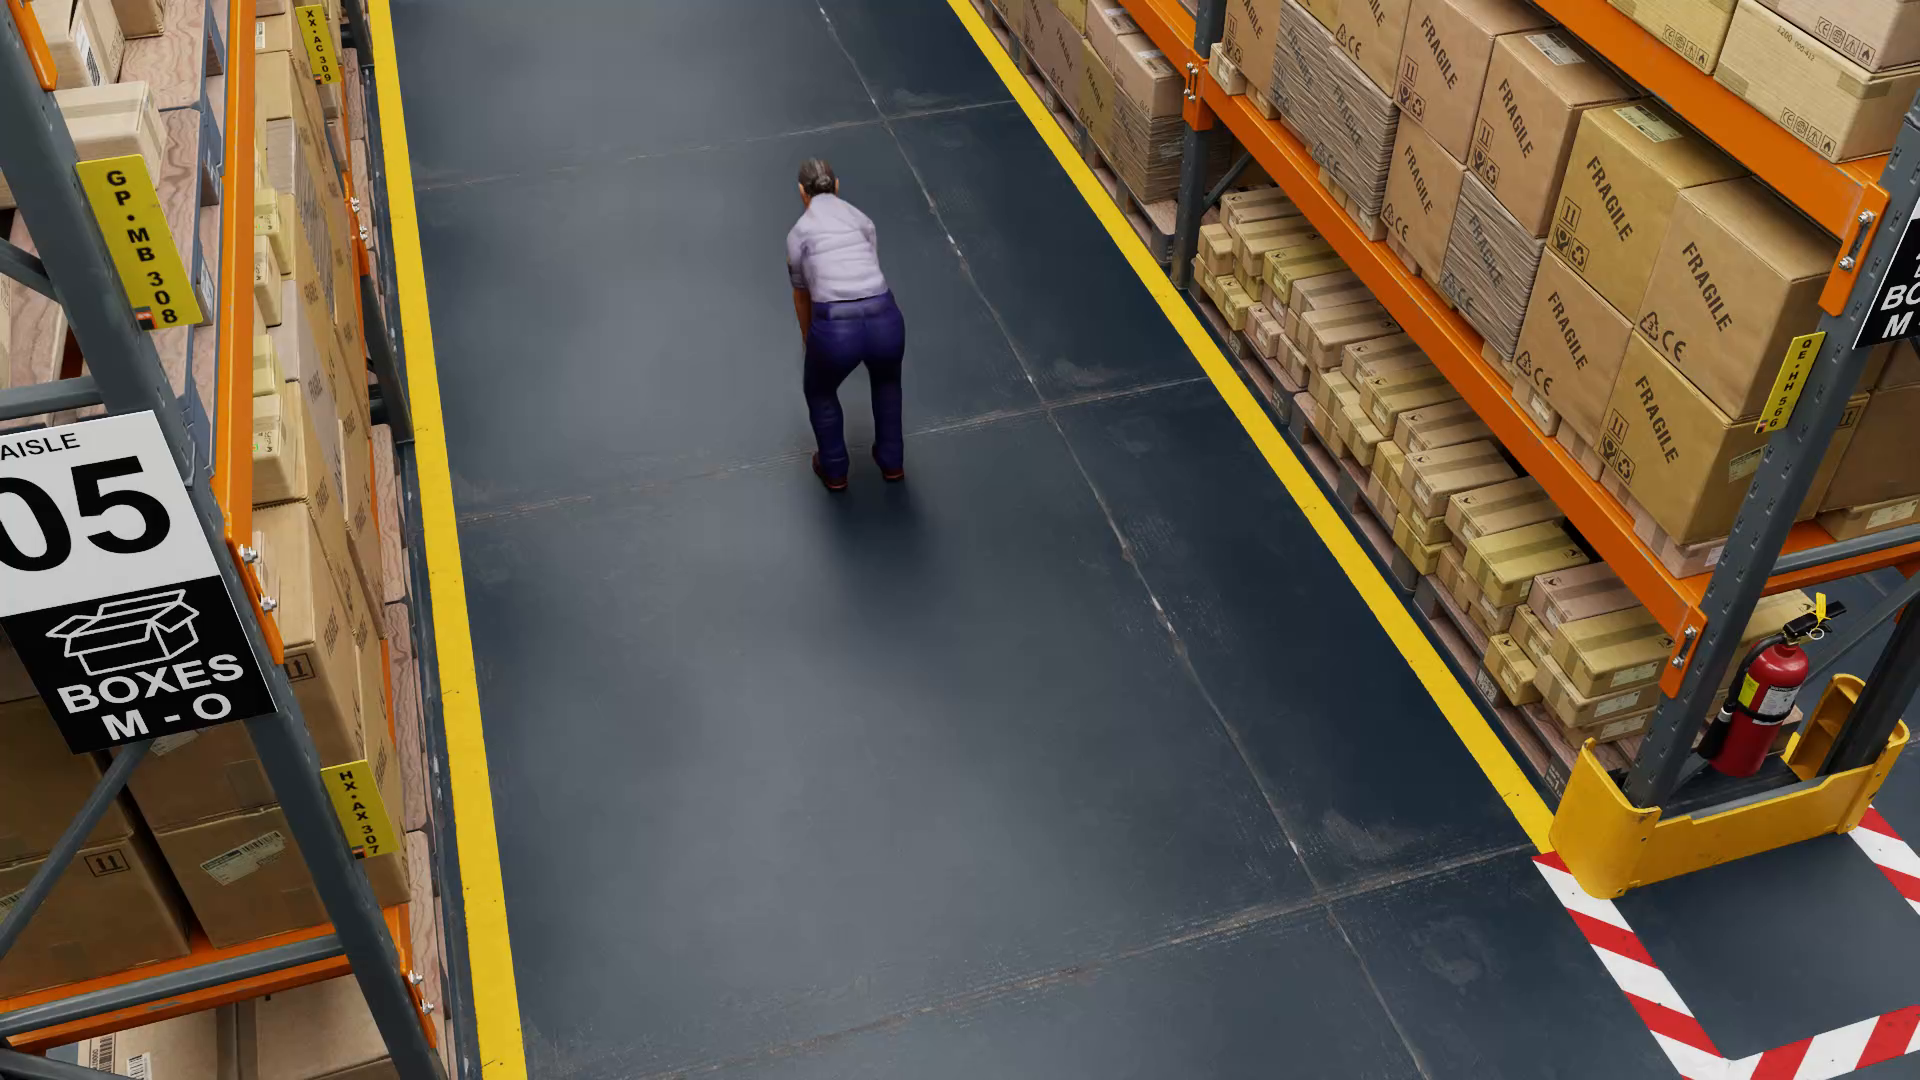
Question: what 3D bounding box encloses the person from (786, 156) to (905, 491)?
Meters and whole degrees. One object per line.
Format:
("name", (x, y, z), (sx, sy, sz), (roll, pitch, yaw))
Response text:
("person", (-0.518, -0.941, 7.402), (0.449, 1.381, 0.783), (-13, 44, -14))
